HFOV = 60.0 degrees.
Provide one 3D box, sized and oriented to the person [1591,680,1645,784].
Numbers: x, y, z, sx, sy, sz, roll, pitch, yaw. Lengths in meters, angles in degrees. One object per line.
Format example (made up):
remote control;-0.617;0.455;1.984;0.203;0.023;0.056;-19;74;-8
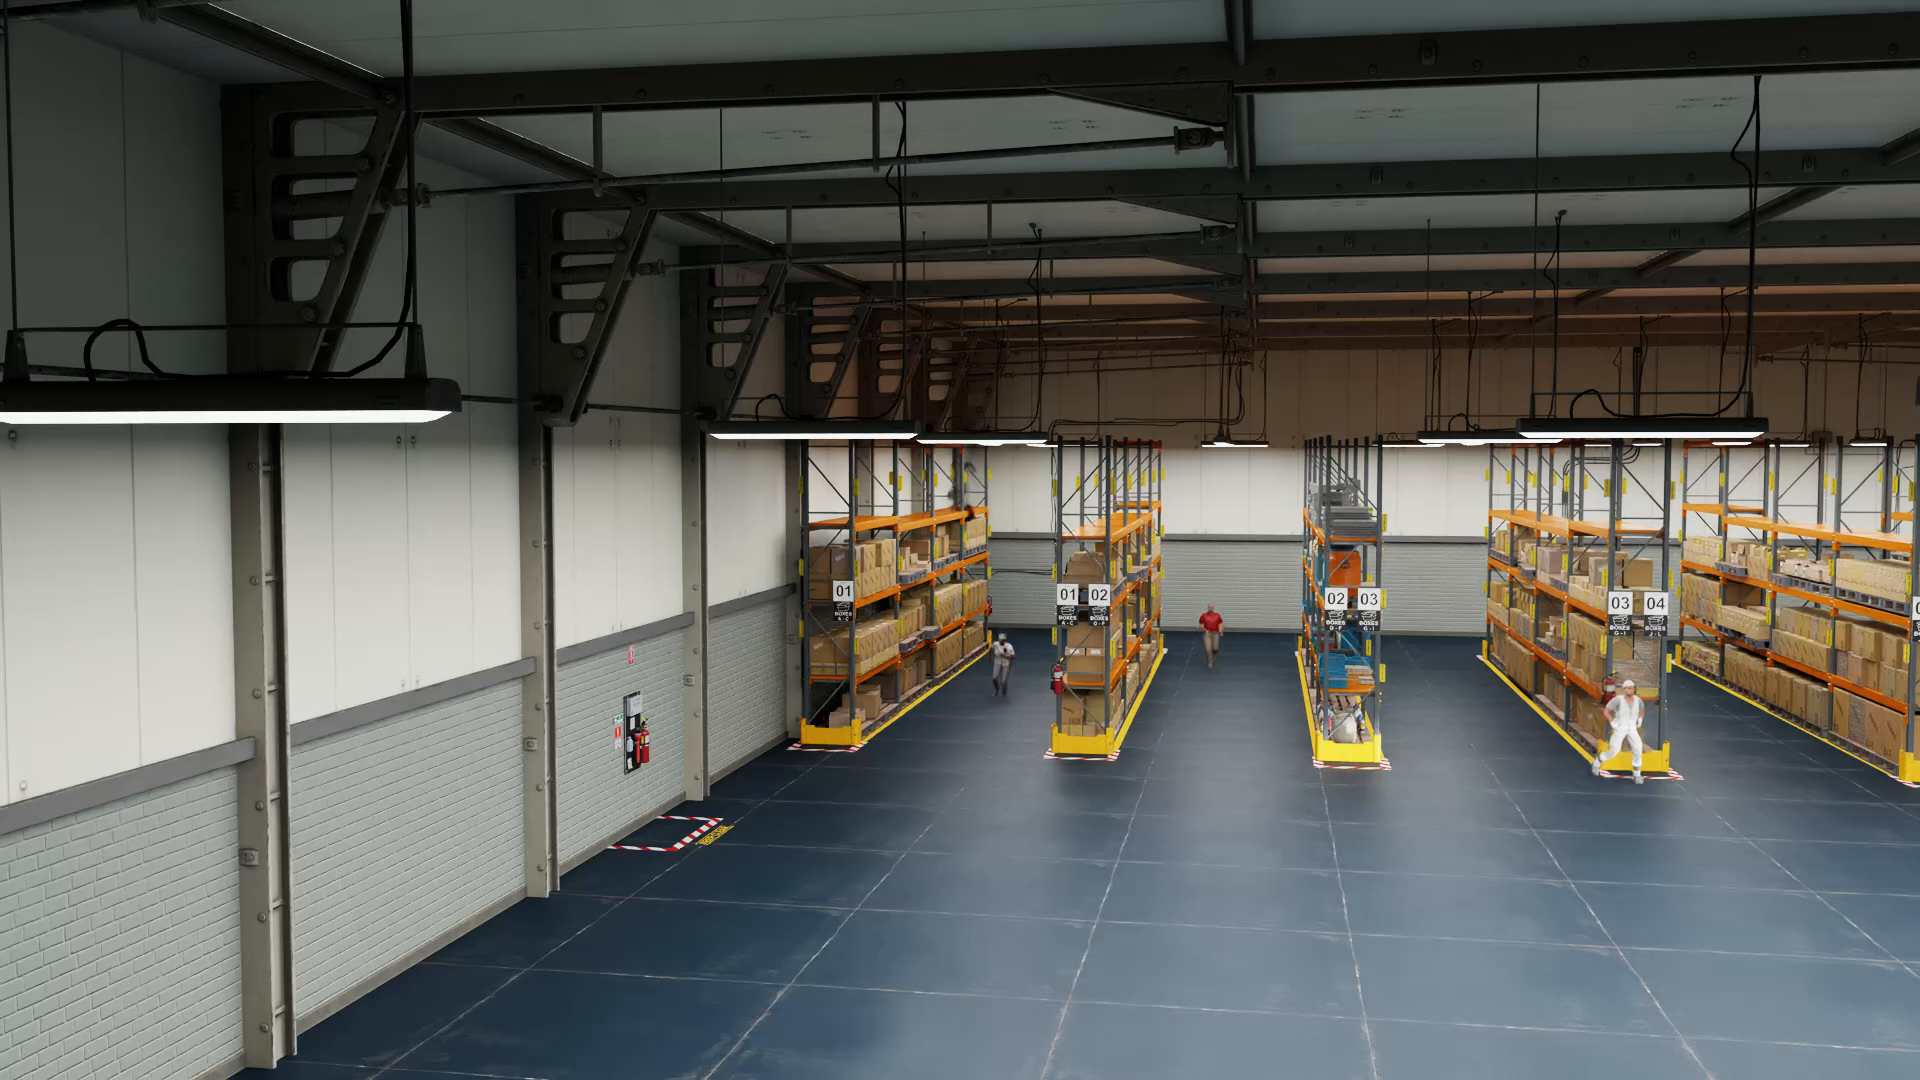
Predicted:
person;11.457;3.305;28.796;0.857;1.778;0.732;-1;3;-9

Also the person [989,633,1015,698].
person;0.947;2.901;38.324;0.632;1.567;0.777;1;3;10

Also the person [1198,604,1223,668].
person;6.619;2.555;43.834;0.664;1.619;0.599;0;3;4
